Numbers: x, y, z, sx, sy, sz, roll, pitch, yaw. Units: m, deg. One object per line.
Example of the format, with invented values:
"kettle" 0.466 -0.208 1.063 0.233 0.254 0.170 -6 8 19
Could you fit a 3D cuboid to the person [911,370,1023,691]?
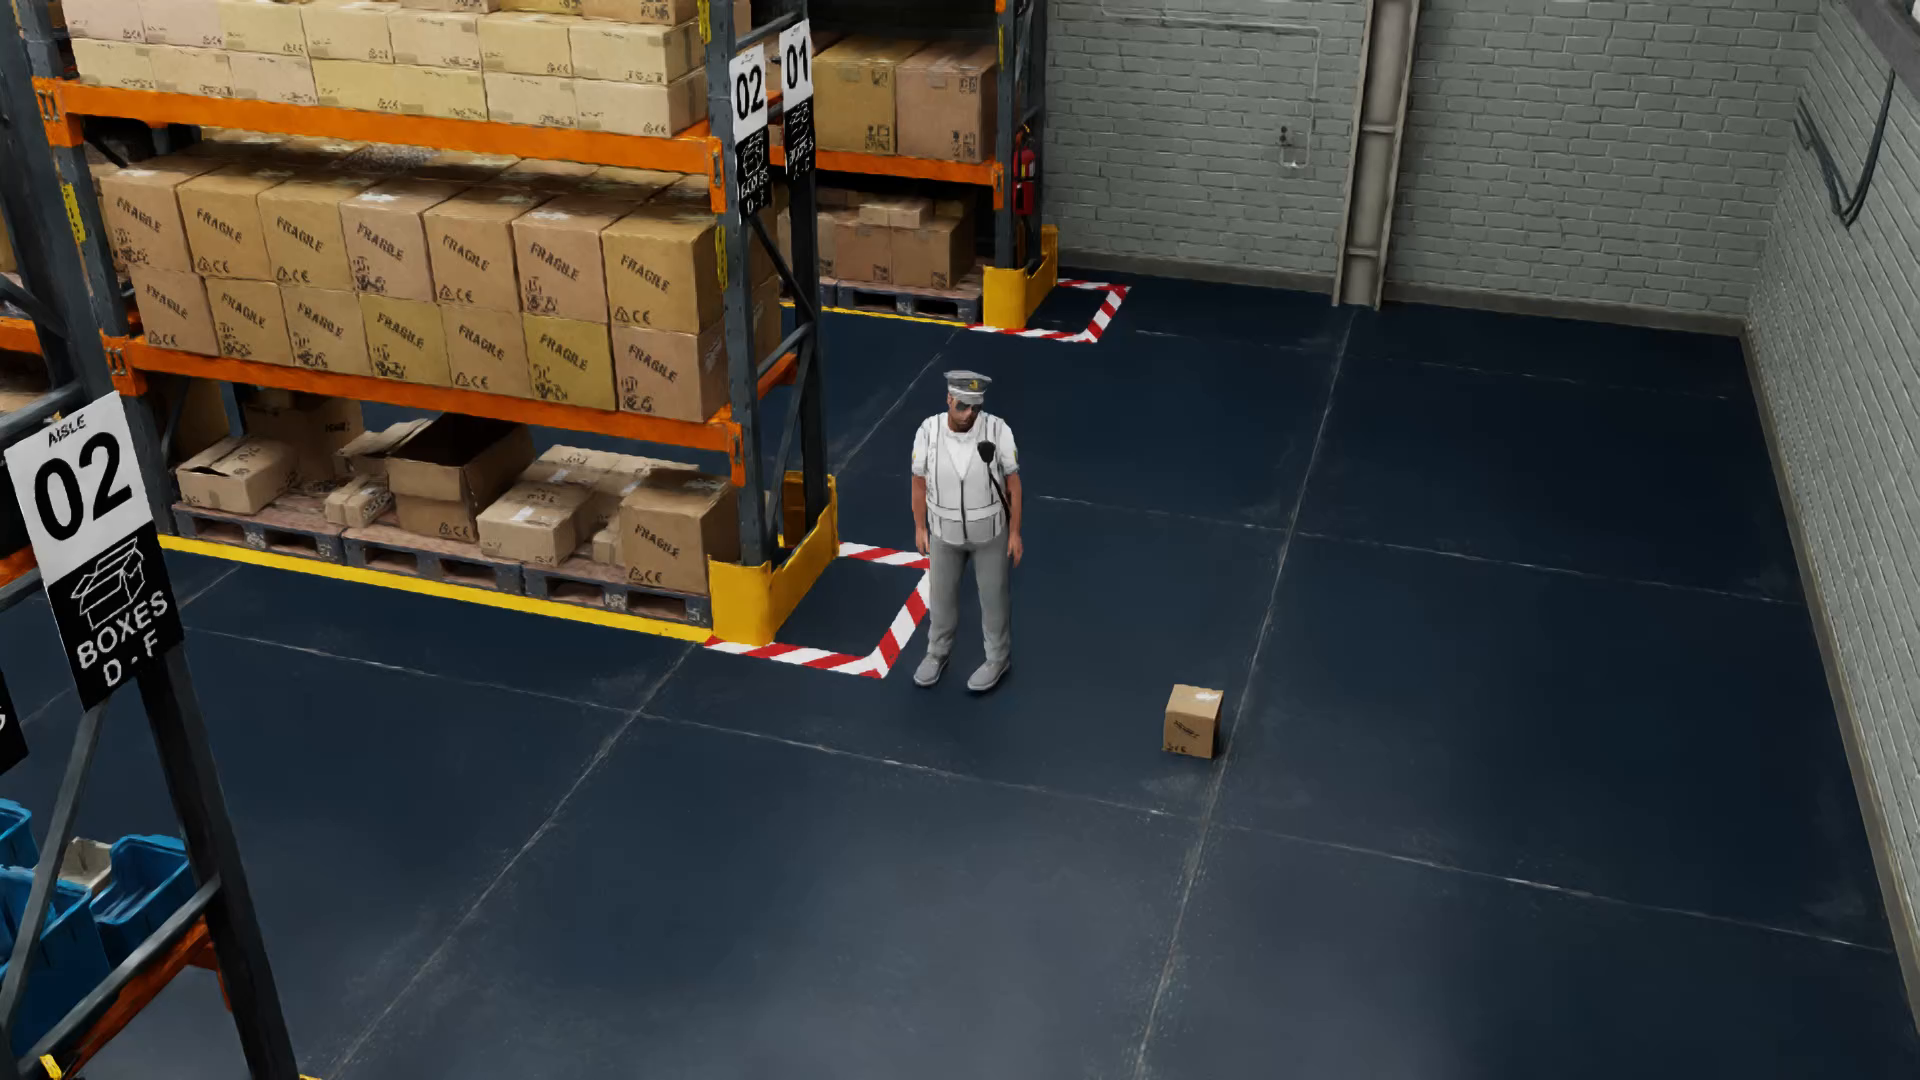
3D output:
"person" 0.038 -0.056 8.550 0.587 1.770 0.407 3 29 6
